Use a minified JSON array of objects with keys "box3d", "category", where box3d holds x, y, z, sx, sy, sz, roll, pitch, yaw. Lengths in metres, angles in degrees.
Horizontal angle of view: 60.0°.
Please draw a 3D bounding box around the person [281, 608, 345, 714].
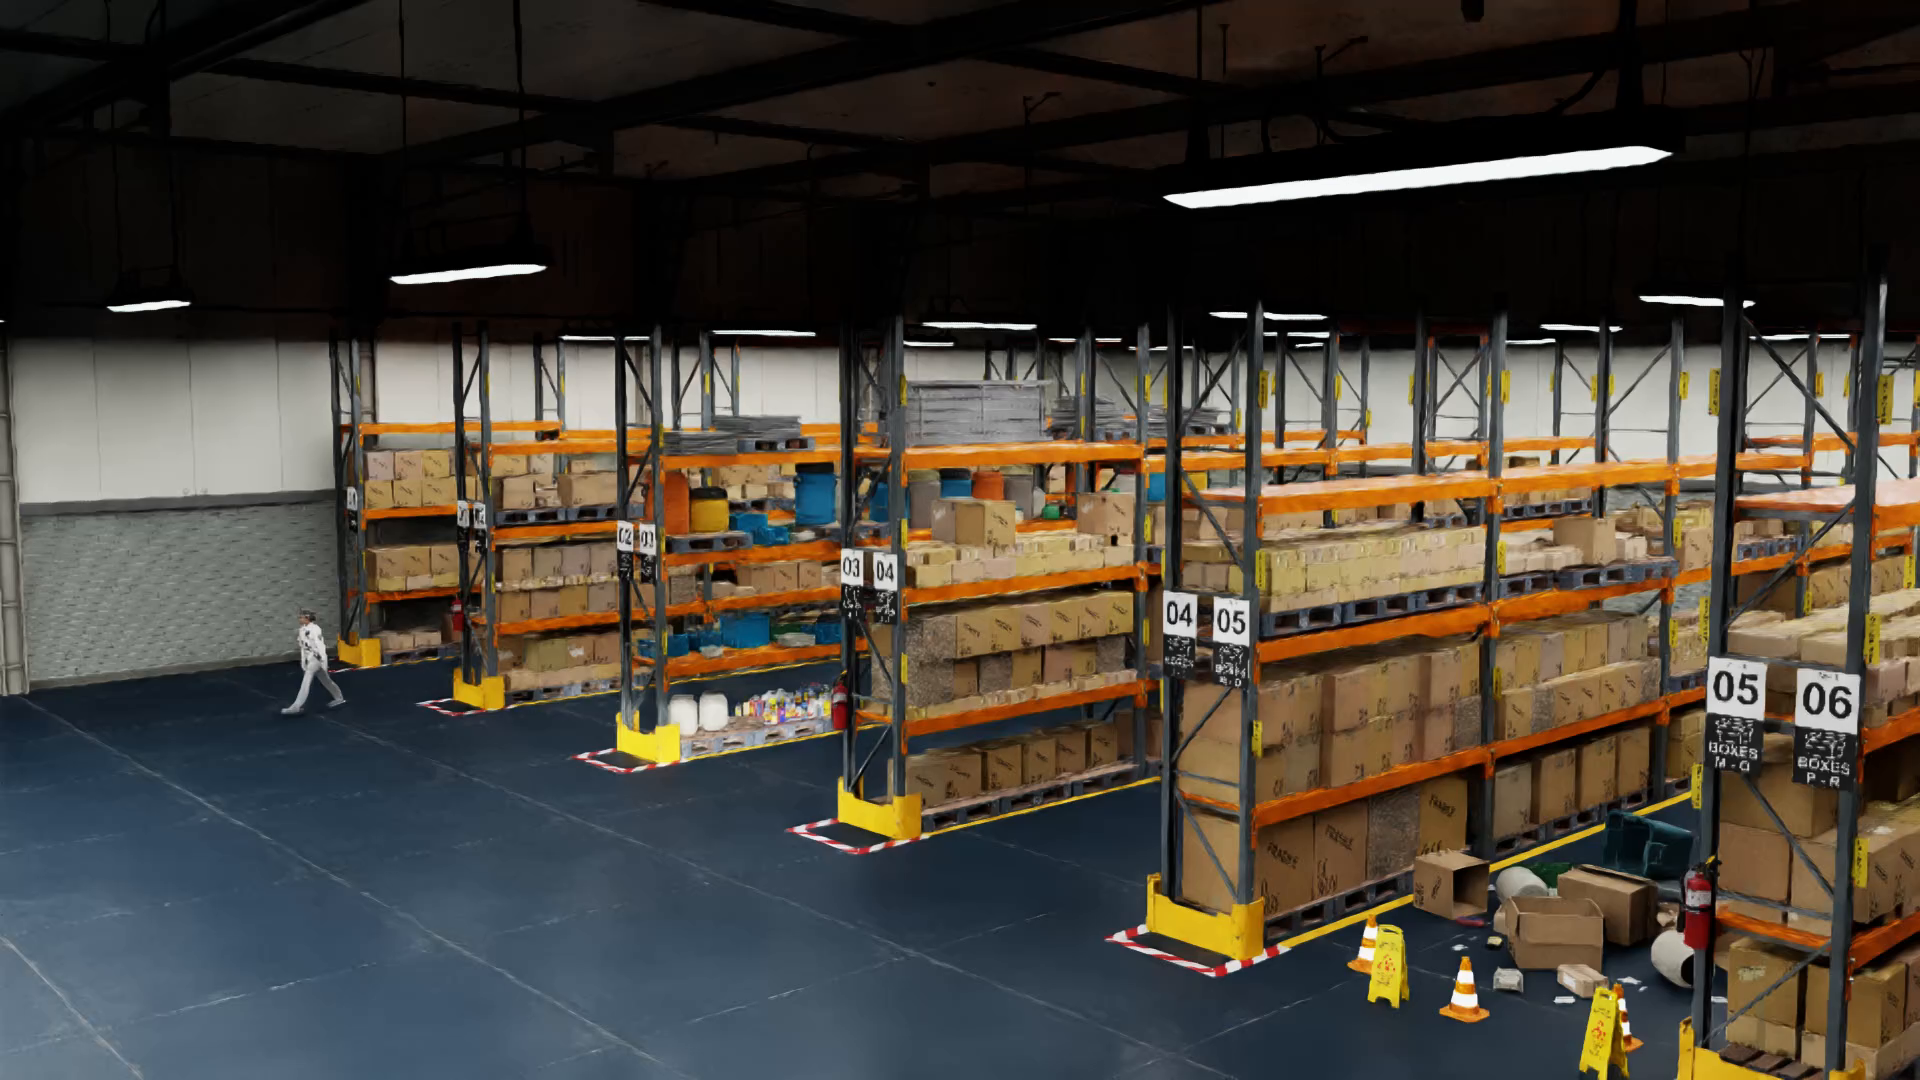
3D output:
[{"box3d":[-9.995,1.822,25.586,1.075,1.585,0.498,-5,8,-44],"category":"person"}]
